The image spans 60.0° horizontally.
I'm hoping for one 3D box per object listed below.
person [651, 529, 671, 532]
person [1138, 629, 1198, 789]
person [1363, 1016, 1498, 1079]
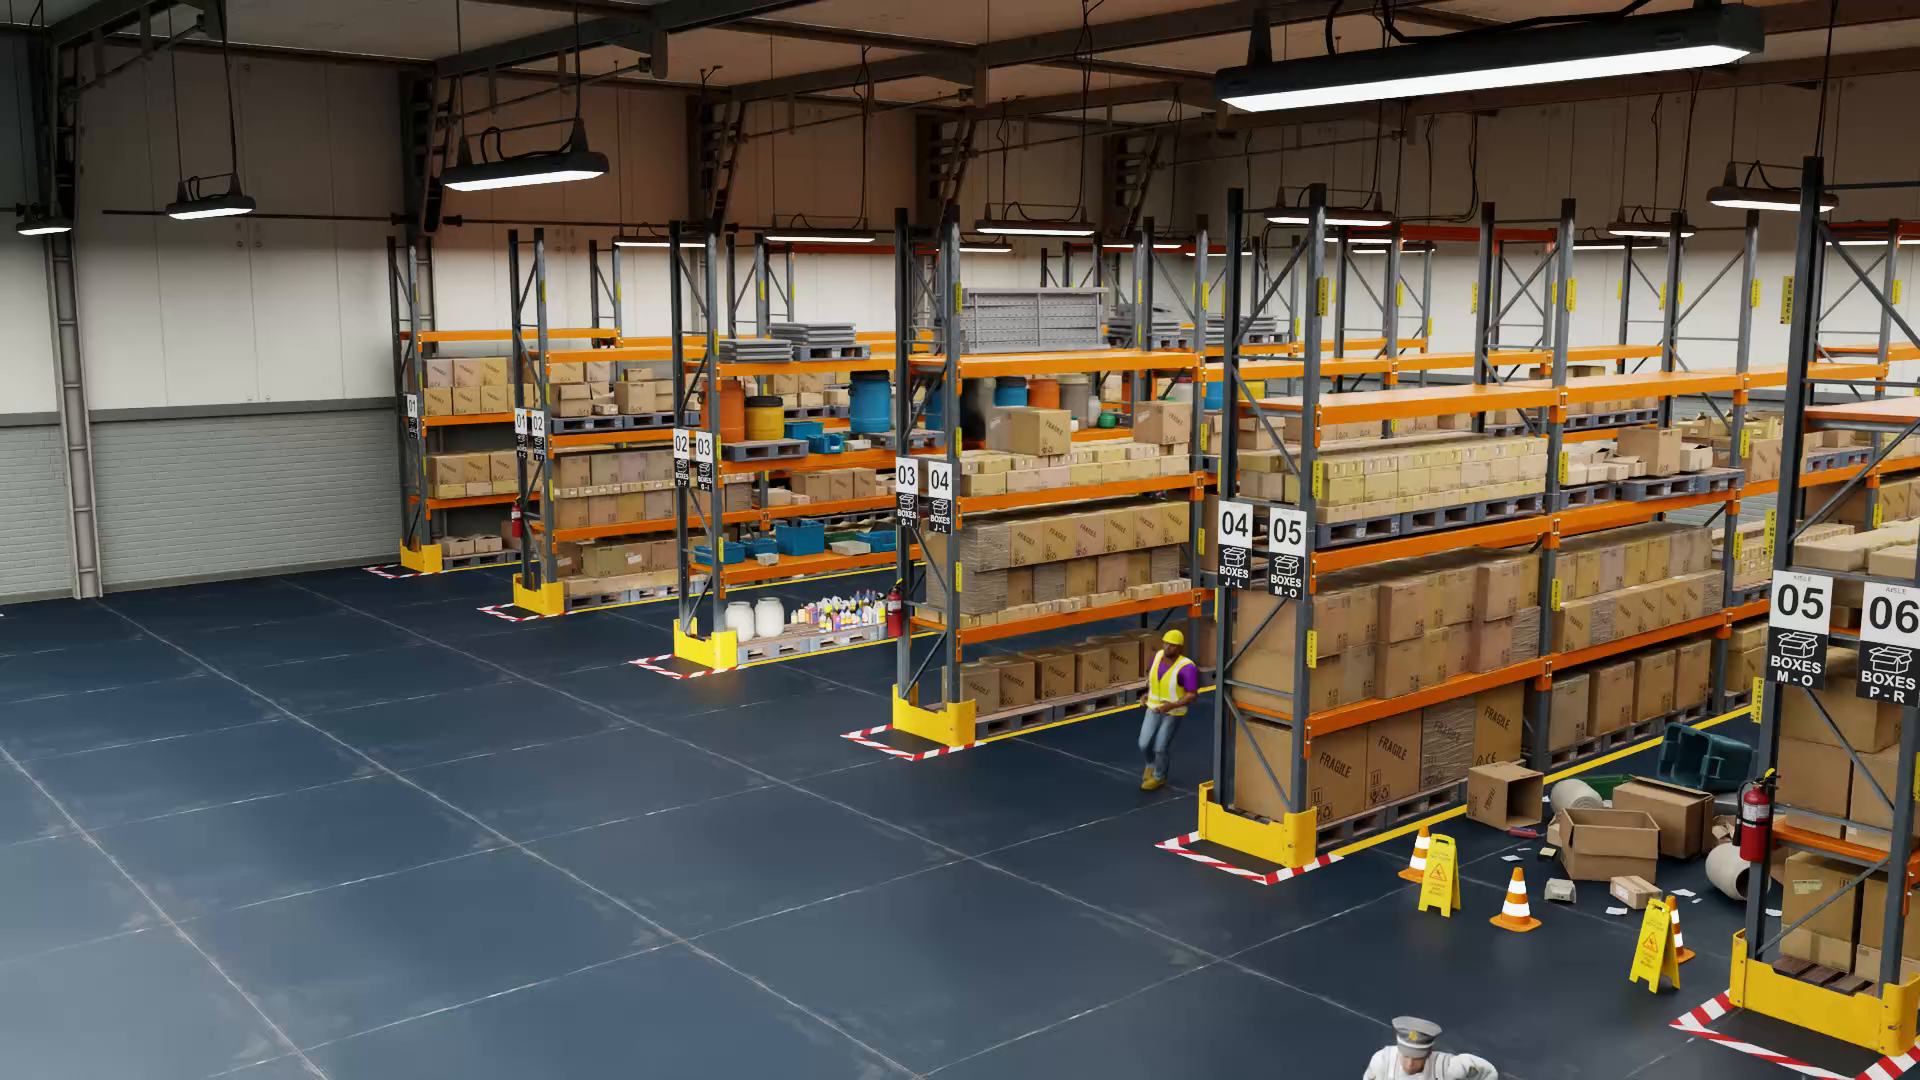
[{"bbox_3d":[-5.261,-0.291,30.042,0.669,1.768,0.921,7,11,39],"label":"person"},{"bbox_3d":[2.103,1.739,16.899,0.673,1.715,0.570,6,11,35],"label":"person"},{"bbox_3d":[2.420,3.114,8.583,0.658,1.625,0.966,4,10,26],"label":"person"}]
